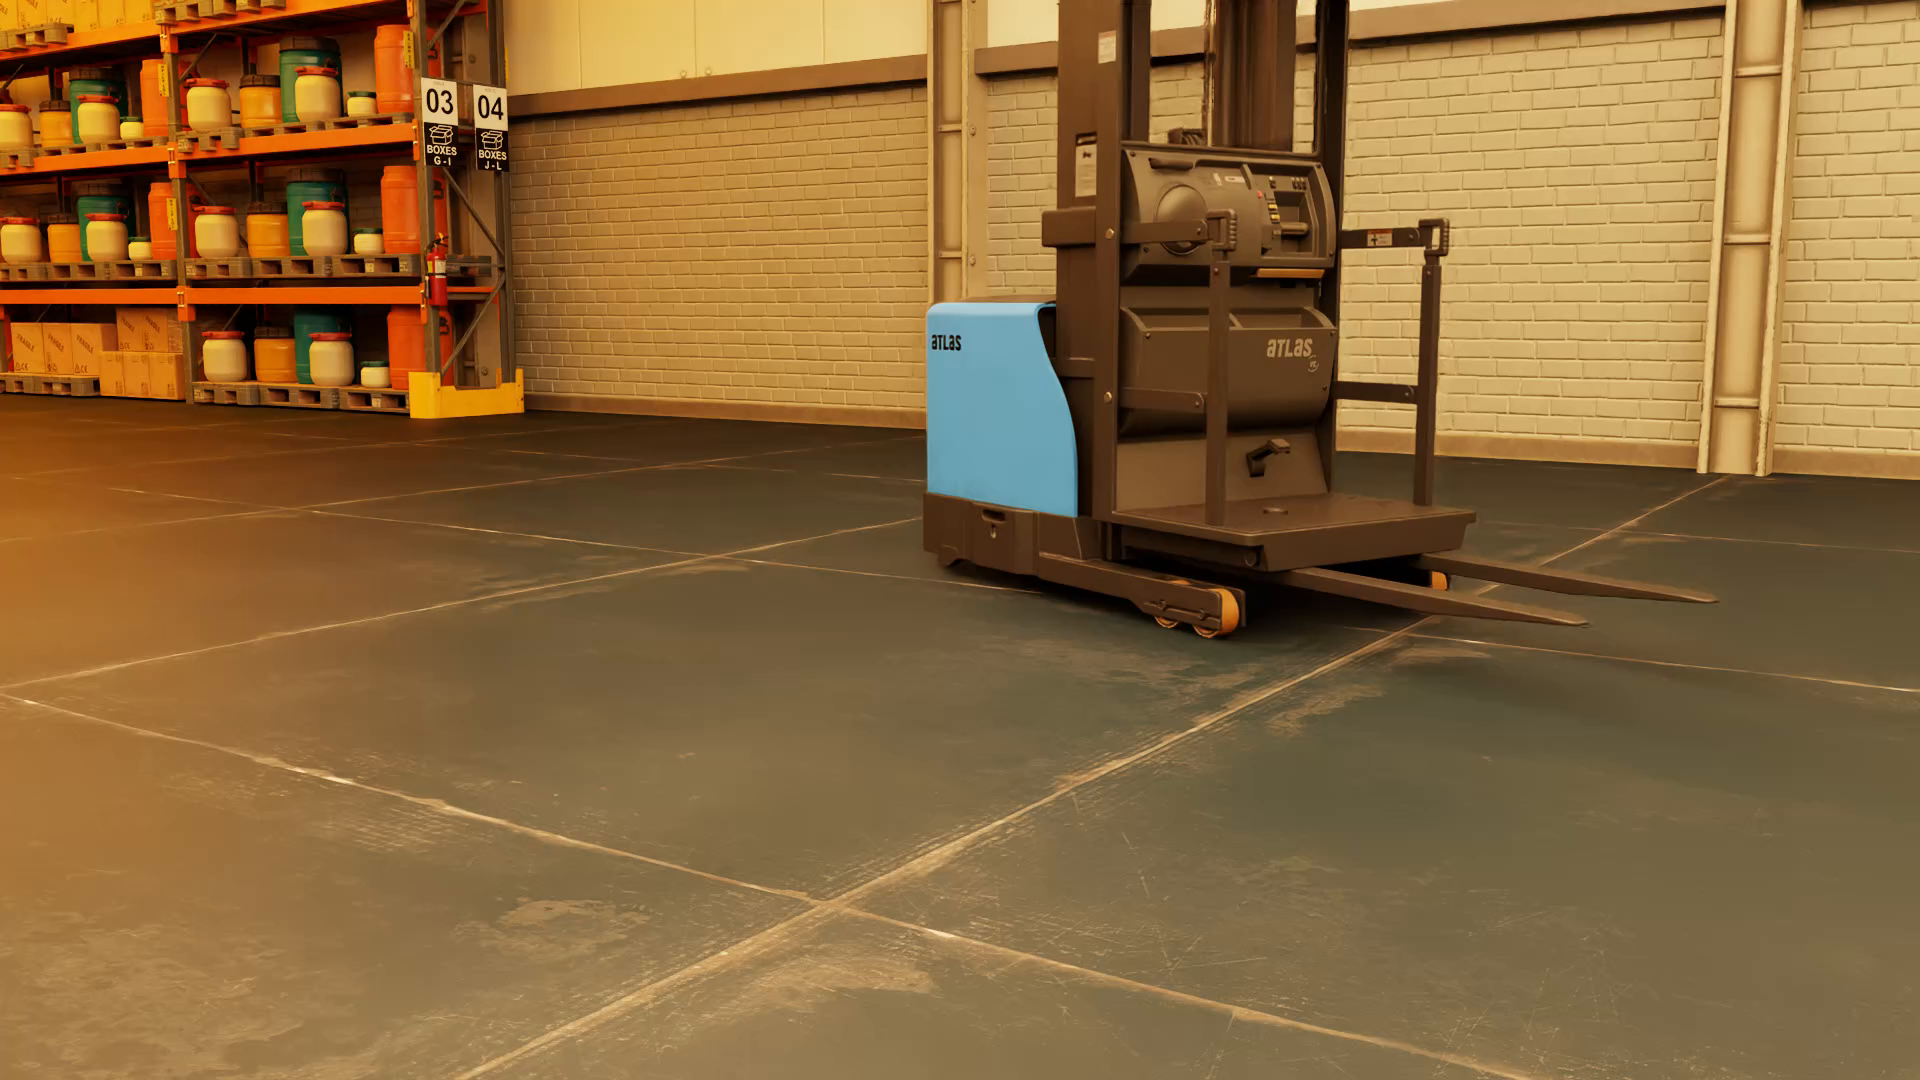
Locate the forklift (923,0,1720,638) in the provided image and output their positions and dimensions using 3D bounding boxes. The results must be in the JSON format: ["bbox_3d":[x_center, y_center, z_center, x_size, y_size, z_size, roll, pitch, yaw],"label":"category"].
[{"bbox_3d":[1.084,-1.209,5.697,1.130,2.935,3.031,-5,10,-33],"label":"forklift"}]
